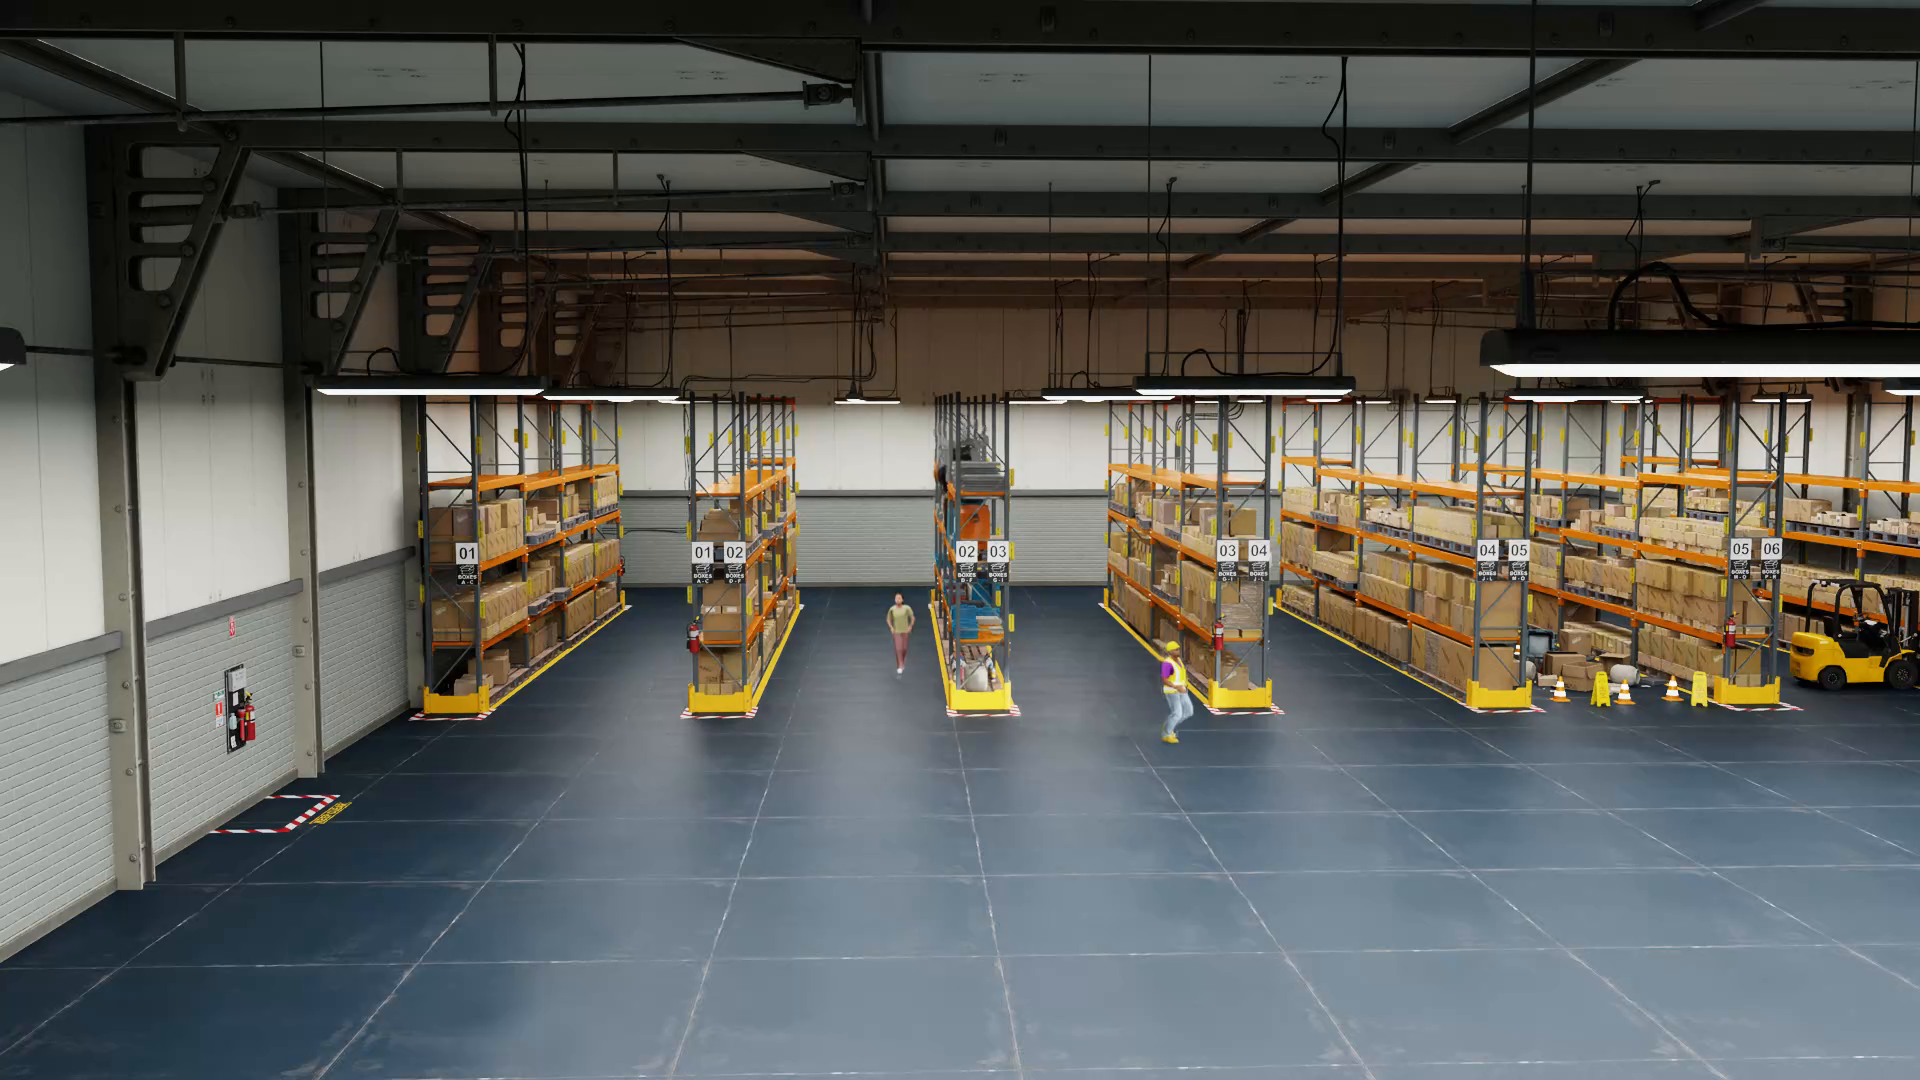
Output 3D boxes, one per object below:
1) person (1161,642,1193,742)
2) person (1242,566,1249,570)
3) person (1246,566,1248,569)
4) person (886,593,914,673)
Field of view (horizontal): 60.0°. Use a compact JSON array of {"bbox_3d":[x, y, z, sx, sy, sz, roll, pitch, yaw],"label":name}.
[{"bbox_3d":[3.698,2.588,28.379,0.533,1.722,0.711,3,5,31],"label":"person"},{"bbox_3d":[8.007,1.128,47.638,0.607,1.600,0.629,3,5,29],"label":"person"},{"bbox_3d":[8.228,1.045,48.712,0.815,1.635,0.820,-2,5,-21],"label":"person"},{"bbox_3d":[-1.230,1.906,34.219,0.580,1.636,0.547,0,5,1],"label":"person"}]
